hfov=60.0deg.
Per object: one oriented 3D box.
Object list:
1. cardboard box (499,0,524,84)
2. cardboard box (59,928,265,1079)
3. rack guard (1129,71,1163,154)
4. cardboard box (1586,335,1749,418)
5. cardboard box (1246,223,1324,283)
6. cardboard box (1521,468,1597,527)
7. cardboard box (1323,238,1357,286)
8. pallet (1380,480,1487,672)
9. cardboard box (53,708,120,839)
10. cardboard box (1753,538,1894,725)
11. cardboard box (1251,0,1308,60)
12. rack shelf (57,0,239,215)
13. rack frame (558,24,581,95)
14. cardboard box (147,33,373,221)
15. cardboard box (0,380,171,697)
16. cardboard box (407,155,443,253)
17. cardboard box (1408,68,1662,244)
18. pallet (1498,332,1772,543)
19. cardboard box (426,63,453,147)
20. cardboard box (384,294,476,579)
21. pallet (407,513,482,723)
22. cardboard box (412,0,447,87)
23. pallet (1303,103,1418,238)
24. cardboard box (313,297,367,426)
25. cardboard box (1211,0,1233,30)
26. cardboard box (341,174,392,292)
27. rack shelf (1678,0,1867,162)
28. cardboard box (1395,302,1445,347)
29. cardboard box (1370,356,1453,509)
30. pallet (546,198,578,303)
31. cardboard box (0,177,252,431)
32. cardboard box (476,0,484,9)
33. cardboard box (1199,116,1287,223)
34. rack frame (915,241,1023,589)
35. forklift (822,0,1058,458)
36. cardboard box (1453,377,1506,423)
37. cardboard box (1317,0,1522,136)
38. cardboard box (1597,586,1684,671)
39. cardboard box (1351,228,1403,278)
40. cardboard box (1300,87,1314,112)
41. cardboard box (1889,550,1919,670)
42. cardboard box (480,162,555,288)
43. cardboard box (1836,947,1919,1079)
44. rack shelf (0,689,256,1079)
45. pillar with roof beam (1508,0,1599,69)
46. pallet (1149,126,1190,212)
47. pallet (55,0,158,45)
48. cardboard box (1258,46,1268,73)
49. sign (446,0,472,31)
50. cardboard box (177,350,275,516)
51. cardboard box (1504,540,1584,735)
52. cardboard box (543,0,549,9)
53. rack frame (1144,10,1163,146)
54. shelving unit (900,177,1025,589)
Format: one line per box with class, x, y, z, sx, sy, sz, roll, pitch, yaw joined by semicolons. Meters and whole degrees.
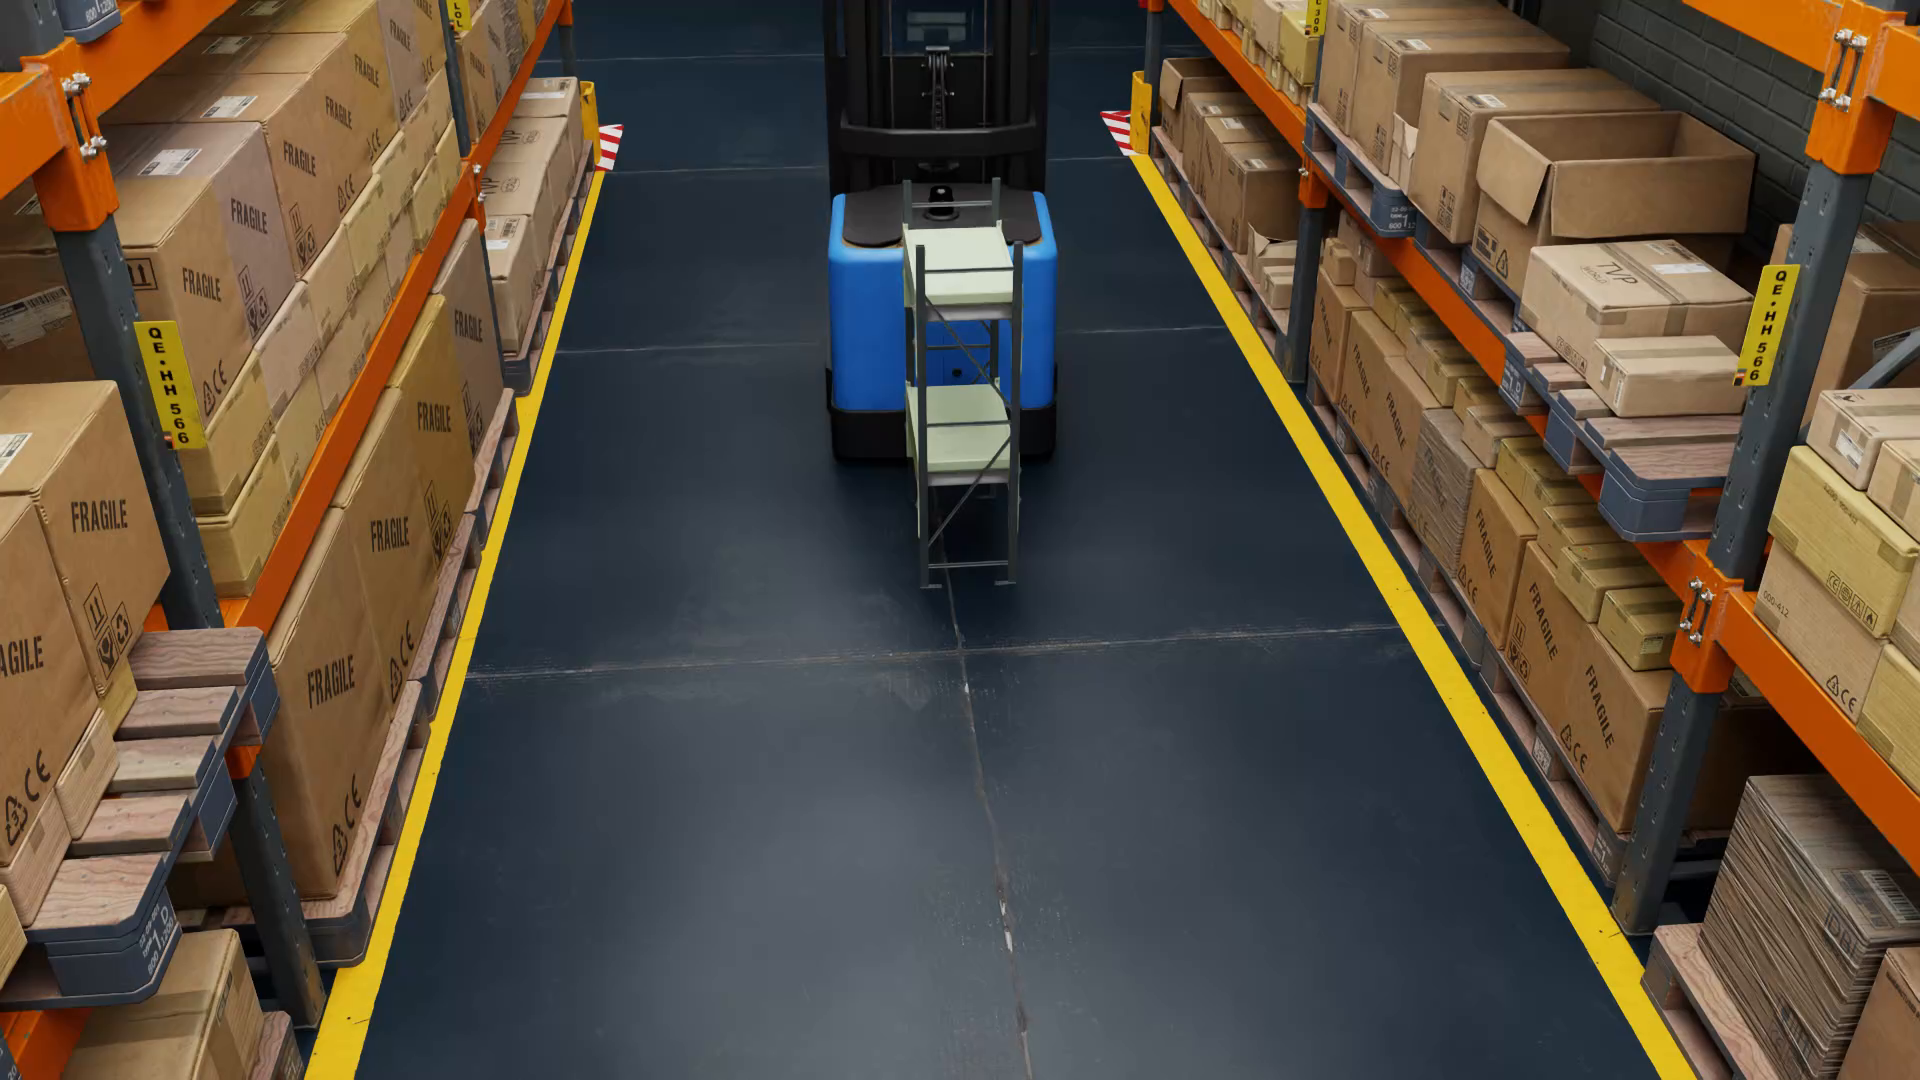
cardboard box;-2.618;-2.712;8.767;0.500;0.500;0.500;-3;31;-4
cardboard box;-2.335;1.374;4.178;0.950;0.372;0.625;-5;31;-8
rack guard;1.823;-3.075;11.911;1.175;0.500;0.348;-3;31;-5
cardboard box;2.120;-0.492;4.985;0.380;0.149;0.250;-2;31;-4
cardboard box;1.812;-1.604;9.267;0.396;0.266;0.258;-2;31;-3
cardboard box;2.249;-0.140;5.955;0.380;0.149;0.250;-2;31;-3
cardboard box;1.958;-1.335;7.955;0.380;0.149;0.250;-1;31;-2
pallet;2.420;0.090;6.894;1.003;0.211;1.213;-3;31;-5
cardboard box;-1.948;0.480;3.356;0.380;0.149;0.250;-3;31;-5
cardboard box;2.362;0.200;4.137;0.500;0.250;0.500;-3;31;-4
cardboard box;1.838;-2.712;8.721;0.500;0.250;0.500;-3;31;-4
rack shelf;-2.565;-1.863;5.221;1.077;0.370;4.000;-3;31;-5
rack frame;-3.126;-3.948;10.934;1.000;3.000;0.127;-3;31;-5
cardboard box;-2.313;-1.374;5.553;0.500;0.500;0.500;-2;31;-4
cardboard box;-2.059;0.005;3.520;0.500;0.500;0.500;-4;31;-6
cardboard box;-2.413;-1.364;6.755;0.500;0.250;0.500;-3;31;-5
cardboard box;2.134;-1.446;6.238;0.700;0.500;0.500;-3;31;-5
pallet;2.430;-0.363;5.120;1.213;0.211;1.003;-3;31;-5
cardboard box;-2.469;-1.842;7.068;0.500;0.250;0.500;-3;31;-5
cardboard box;-2.522;-0.400;6.657;0.875;0.875;0.875;-2;31;-3
pallet;-2.488;0.306;6.531;1.003;0.211;1.213;-3;31;-5
cardboard box;-2.460;-2.162;6.871;0.500;0.500;0.500;-2;31;-3
pallet;2.156;-1.650;7.274;1.003;0.211;1.213;-3;31;-5
cardboard box;-2.282;-0.590;5.459;0.500;0.250;0.500;-2;31;-3
cardboard box;1.689;-3.105;9.768;0.380;0.149;0.250;-2;31;-3
cardboard box;-2.295;-1.063;5.763;0.500;0.250;0.500;-2;31;-4
rack shelf;2.377;-2.103;5.622;1.077;0.370;4.000;-3;31;-5
cardboard box;2.136;-0.927;7.273;0.380;0.149;0.250;-3;31;-5
cardboard box;2.113;-0.468;7.137;0.500;0.500;0.500;-4;31;-6
pallet;-2.862;-1.725;9.931;1.003;0.211;1.213;-3;31;-5
cardboard box;-2.181;-0.599;4.255;0.500;0.500;0.500;-4;31;-6
cardboard box;-2.596;-2.891;8.092;0.500;0.500;0.500;-3;31;-5
cardboard box;1.770;-2.265;10.145;0.500;0.500;0.500;-2;31;-4
rack frame;0.035;-0.454;6.547;0.400;1.500;0.023;-3;31;-5
forklift;-0.122;-2.362;8.346;1.130;2.935;3.031;-1;31;-2
cardboard box;2.197;-0.535;6.616;0.380;0.149;0.250;-3;31;-4
cardboard box;2.012;-2.111;7.352;0.700;0.500;0.500;-2;31;-3
cardboard box;2.265;0.271;5.266;0.380;0.149;0.250;-4;31;-7
cardboard box;2.030;-1.332;7.661;0.380;0.149;0.250;-4;31;-7
cardboard box;1.908;-2.188;8.233;0.380;0.149;0.250;-2;31;-4
cardboard box;2.407;0.241;3.581;0.500;0.250;0.500;-2;31;-3
cardboard box;-2.788;-1.769;9.375;0.875;0.438;0.875;-4;31;-6
cardboard box;2.677;1.389;3.906;0.875;0.625;0.625;-2;31;-3
rack shelf;-2.191;1.467;2.571;1.077;0.370;4.000;-3;31;-5
pillar with roof beam;-1.264;-4.913;6.700;9.100;9.000;0.400;-3;31;-5
pallet;1.898;-2.544;11.304;1.003;0.211;1.213;-3;31;-5
pallet;-2.491;-1.396;3.921;1.213;0.211;1.003;-1;31;-2
cardboard box;1.817;-2.587;8.900;0.380;0.149;0.250;-2;31;-3
sign;-2.213;-2.400;7.290;0.100;0.325;0.005;-3;31;-5
cardboard box;-2.180;-0.284;4.459;0.500;0.250;0.500;-3;31;-5
cardboard box;2.274;0.328;5.803;0.500;0.500;0.500;-3;31;-5
cardboard box;-2.785;-3.500;10.087;0.500;0.500;0.500;-3;31;-6
rack frame;1.816;-4.187;11.335;1.000;3.000;0.127;-3;31;-5
shelving unit;0.001;-0.640;6.860;0.431;1.500;0.755;-3;31;-5
